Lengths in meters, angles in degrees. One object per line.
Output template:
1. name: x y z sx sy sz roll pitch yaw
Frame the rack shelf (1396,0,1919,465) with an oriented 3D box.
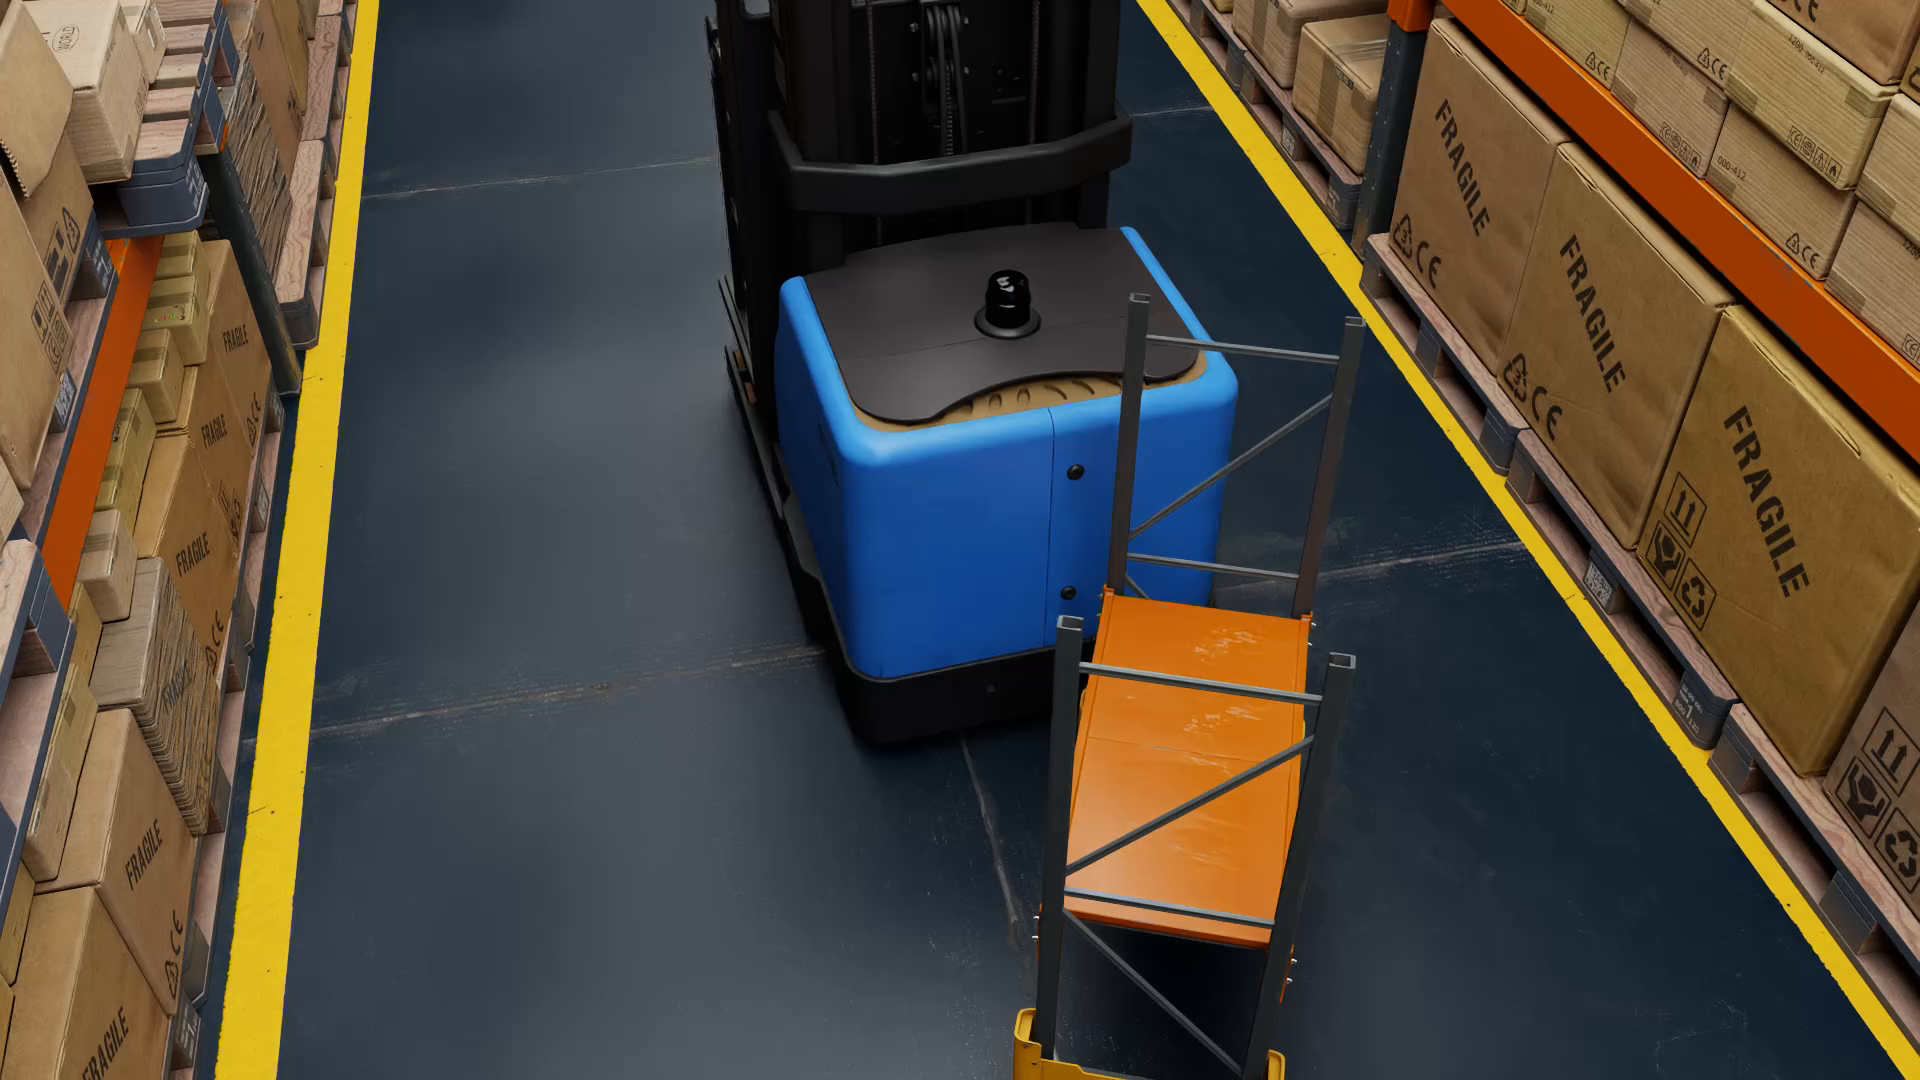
1. rack shelf: 2.468 -0.743 4.369 1.077 0.370 4.000 -8 42 -9

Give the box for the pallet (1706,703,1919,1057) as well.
1. pallet: 2.660 0.838 4.147 1.003 0.211 1.213 -8 42 -9

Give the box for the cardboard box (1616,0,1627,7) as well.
1. cardboard box: 2.015 -1.740 4.687 0.500 0.250 0.500 -7 42 -8

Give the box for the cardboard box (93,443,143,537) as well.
1. cardboard box: -2.285 -0.087 4.166 0.380 0.149 0.250 -9 42 -10

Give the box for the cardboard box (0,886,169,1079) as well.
1. cardboard box: -1.955 1.087 3.333 0.500 0.500 0.500 -9 42 -10

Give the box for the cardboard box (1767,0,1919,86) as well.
1. cardboard box: 2.223 -1.379 3.716 0.500 0.500 0.500 -8 42 -9

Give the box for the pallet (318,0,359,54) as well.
1. pallet: -3.476 -2.672 8.101 1.003 0.211 1.213 -8 42 -9

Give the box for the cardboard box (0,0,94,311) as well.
1. cardboard box: -2.276 -0.758 3.451 0.797 0.503 0.637 -9 42 -10

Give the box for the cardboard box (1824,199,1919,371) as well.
1. cardboard box: 2.358 -0.574 3.750 0.500 0.250 0.500 -9 42 -10

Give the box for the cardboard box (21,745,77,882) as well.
1. cardboard box: -2.055 0.587 3.407 0.380 0.149 0.250 -8 42 -9

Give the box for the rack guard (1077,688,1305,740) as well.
1. rack guard: 0.608 0.550 4.443 0.587 0.250 0.087 8 42 8

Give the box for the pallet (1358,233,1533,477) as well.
1. pallet: 2.133 -0.743 5.928 1.003 0.211 1.213 -8 42 -9

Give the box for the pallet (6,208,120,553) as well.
1. pallet: -2.385 -0.263 3.431 1.003 0.211 1.213 -8 42 -9

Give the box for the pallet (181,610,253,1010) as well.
1. pallet: -2.425 0.727 4.272 1.003 0.211 1.213 -8 42 -9

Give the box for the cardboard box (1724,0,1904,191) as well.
1. cardboard box: 2.207 -1.084 3.948 0.500 0.250 0.500 -8 42 -9

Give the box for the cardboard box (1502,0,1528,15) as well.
1. cardboard box: 1.897 -1.899 5.242 0.500 0.250 0.500 -9 42 -10

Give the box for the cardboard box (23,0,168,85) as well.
1. cardboard box: -2.293 -1.287 4.313 0.380 0.149 0.250 -8 42 -8

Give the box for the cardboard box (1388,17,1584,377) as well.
1. cardboard box: 2.105 -1.211 5.639 0.875 0.875 0.875 -9 42 -10

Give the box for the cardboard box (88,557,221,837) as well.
1. cardboard box: -2.165 0.425 4.078 0.500 0.500 0.500 -10 43 -11

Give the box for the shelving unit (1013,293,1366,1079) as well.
1. shelving unit: 0.510 0.406 3.663 0.587 1.500 1.083 8 42 8

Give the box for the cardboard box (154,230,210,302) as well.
1. cardboard box: -2.455 -0.775 4.942 0.380 0.149 0.250 -10 43 -11

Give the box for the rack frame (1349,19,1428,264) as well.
1. rack frame: 2.037 -2.308 5.591 1.000 3.000 0.127 -8 42 -9

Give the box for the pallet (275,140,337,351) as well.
1. pallet: -2.949 -1.091 6.320 1.003 0.211 1.213 -8 42 -9

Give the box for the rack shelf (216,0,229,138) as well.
1. rack shelf: -3.241 -2.622 6.486 1.077 0.370 4.000 -8 42 -9

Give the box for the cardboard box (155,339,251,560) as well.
1. cardboard box: -2.410 -0.247 4.836 0.500 0.500 0.500 -9 42 -10

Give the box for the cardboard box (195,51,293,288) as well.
1. cardboard box: -2.931 -1.270 5.893 0.875 0.625 0.625 -7 42 -8

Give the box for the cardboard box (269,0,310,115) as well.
1. cardboard box: -3.225 -2.128 6.861 0.875 0.625 0.625 -10 43 -11

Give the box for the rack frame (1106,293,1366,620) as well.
1. rack frame: 0.611 0.069 4.042 0.500 1.500 0.032 8 42 8

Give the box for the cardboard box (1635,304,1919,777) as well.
1. cardboard box: 2.485 -0.053 4.334 0.875 0.875 0.875 -7 42 -8

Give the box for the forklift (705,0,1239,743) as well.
1. forklift: -0.184 -1.536 4.773 1.130 2.935 3.031 -11 43 -12

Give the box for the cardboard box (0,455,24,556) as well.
1. cardboard box: -1.871 -0.064 2.847 0.396 0.266 0.258 -6 42 -7

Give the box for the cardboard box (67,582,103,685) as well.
1. cardboard box: -2.193 0.255 3.781 0.380 0.149 0.250 -8 42 -9

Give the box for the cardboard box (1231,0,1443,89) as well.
1. cardboard box: 1.757 -2.327 7.275 0.950 0.372 0.625 -9 42 -10

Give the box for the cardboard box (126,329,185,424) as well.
1. cardboard box: -2.352 -0.426 4.548 0.380 0.149 0.250 -10 43 -11

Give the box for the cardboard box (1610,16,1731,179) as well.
1. cardboard box: 2.132 -1.227 4.486 0.500 0.250 0.500 -7 42 -8

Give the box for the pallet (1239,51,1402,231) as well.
1. pallet: 1.869 -1.772 7.087 1.003 0.211 1.213 -8 42 -9

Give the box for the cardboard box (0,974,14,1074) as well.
1. cardboard box: -1.965 0.930 3.021 0.380 0.149 0.250 -10 43 -12
